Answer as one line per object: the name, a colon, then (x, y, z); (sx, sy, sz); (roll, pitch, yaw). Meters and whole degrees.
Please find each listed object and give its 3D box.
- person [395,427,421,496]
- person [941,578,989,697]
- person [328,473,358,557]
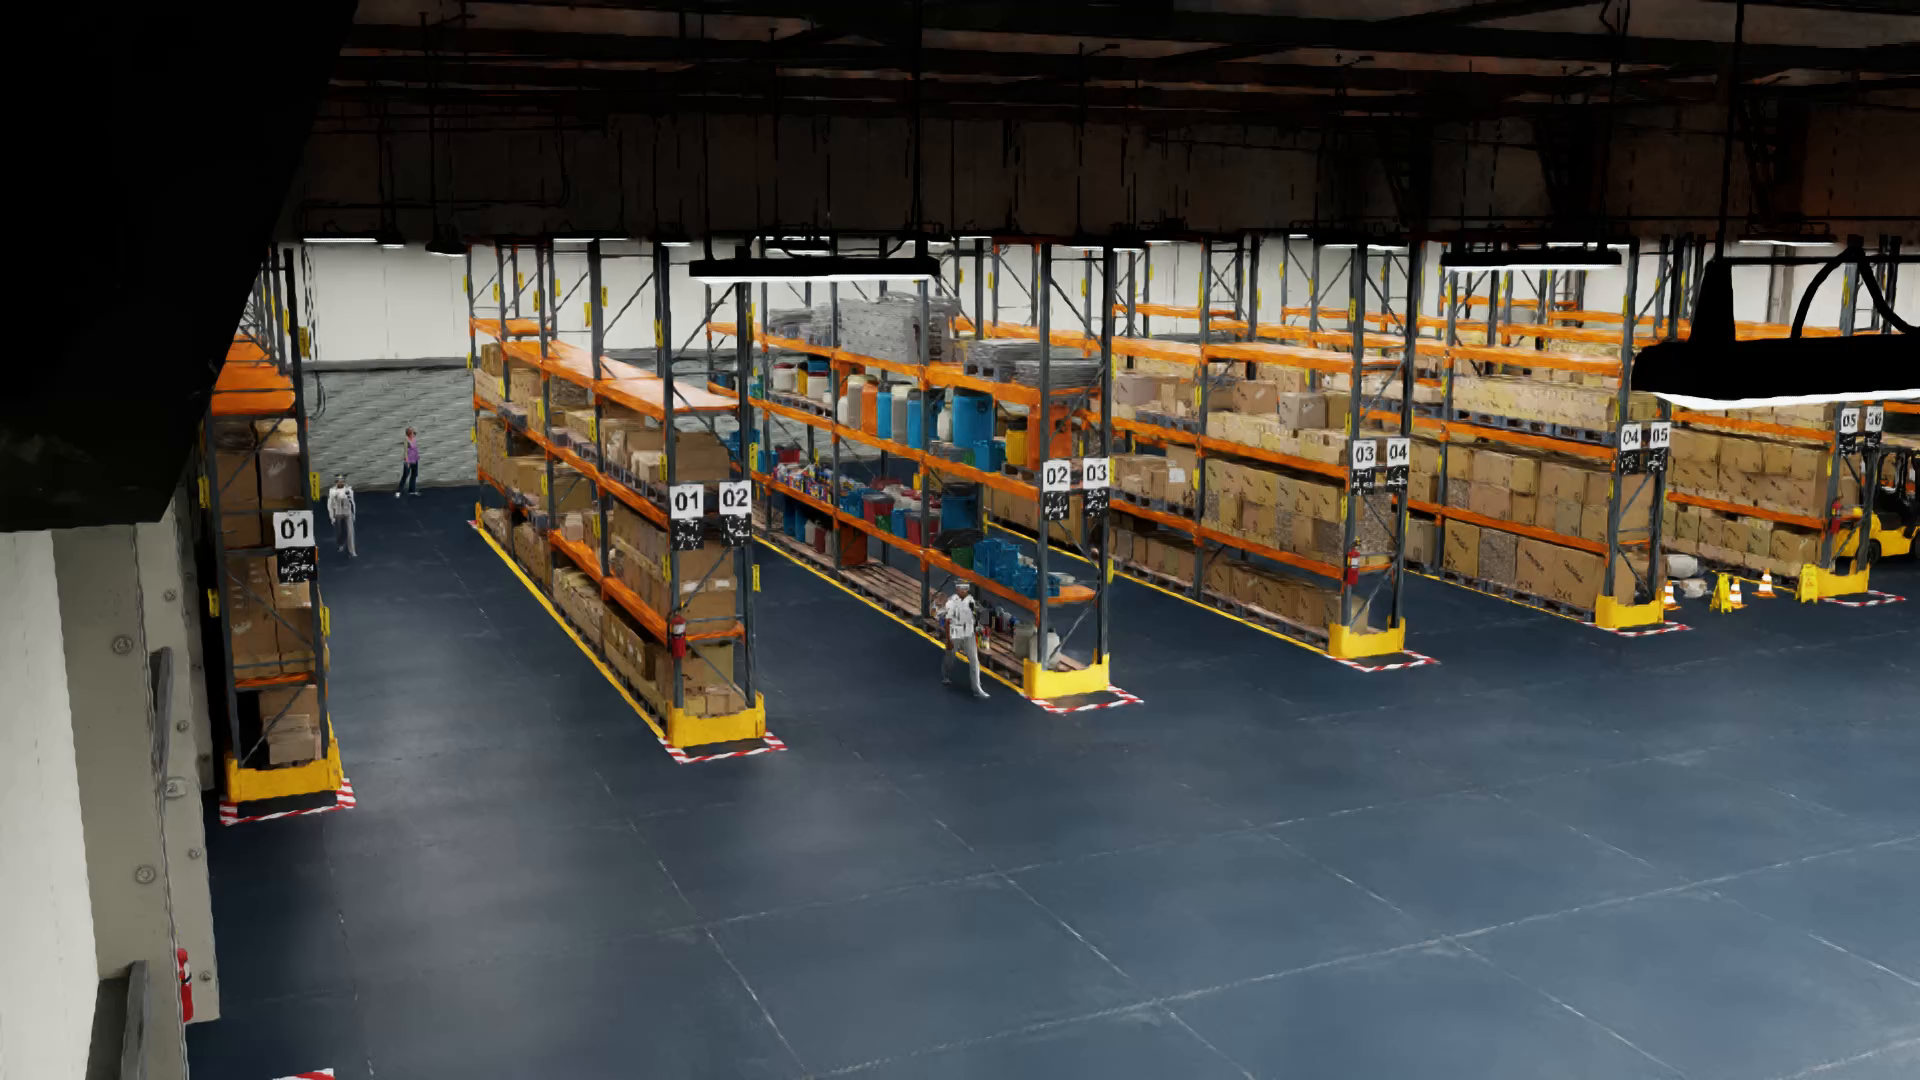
person: (-12.721, -1.787, 38.191); (0.443, 1.591, 0.594); (4, 12, 20)
person: (0.013, 1.267, 22.309); (0.457, 1.586, 1.075); (-4, 12, -20)
person: (-11.676, -0.499, 31.424); (0.495, 1.583, 1.086); (-4, 12, -21)
